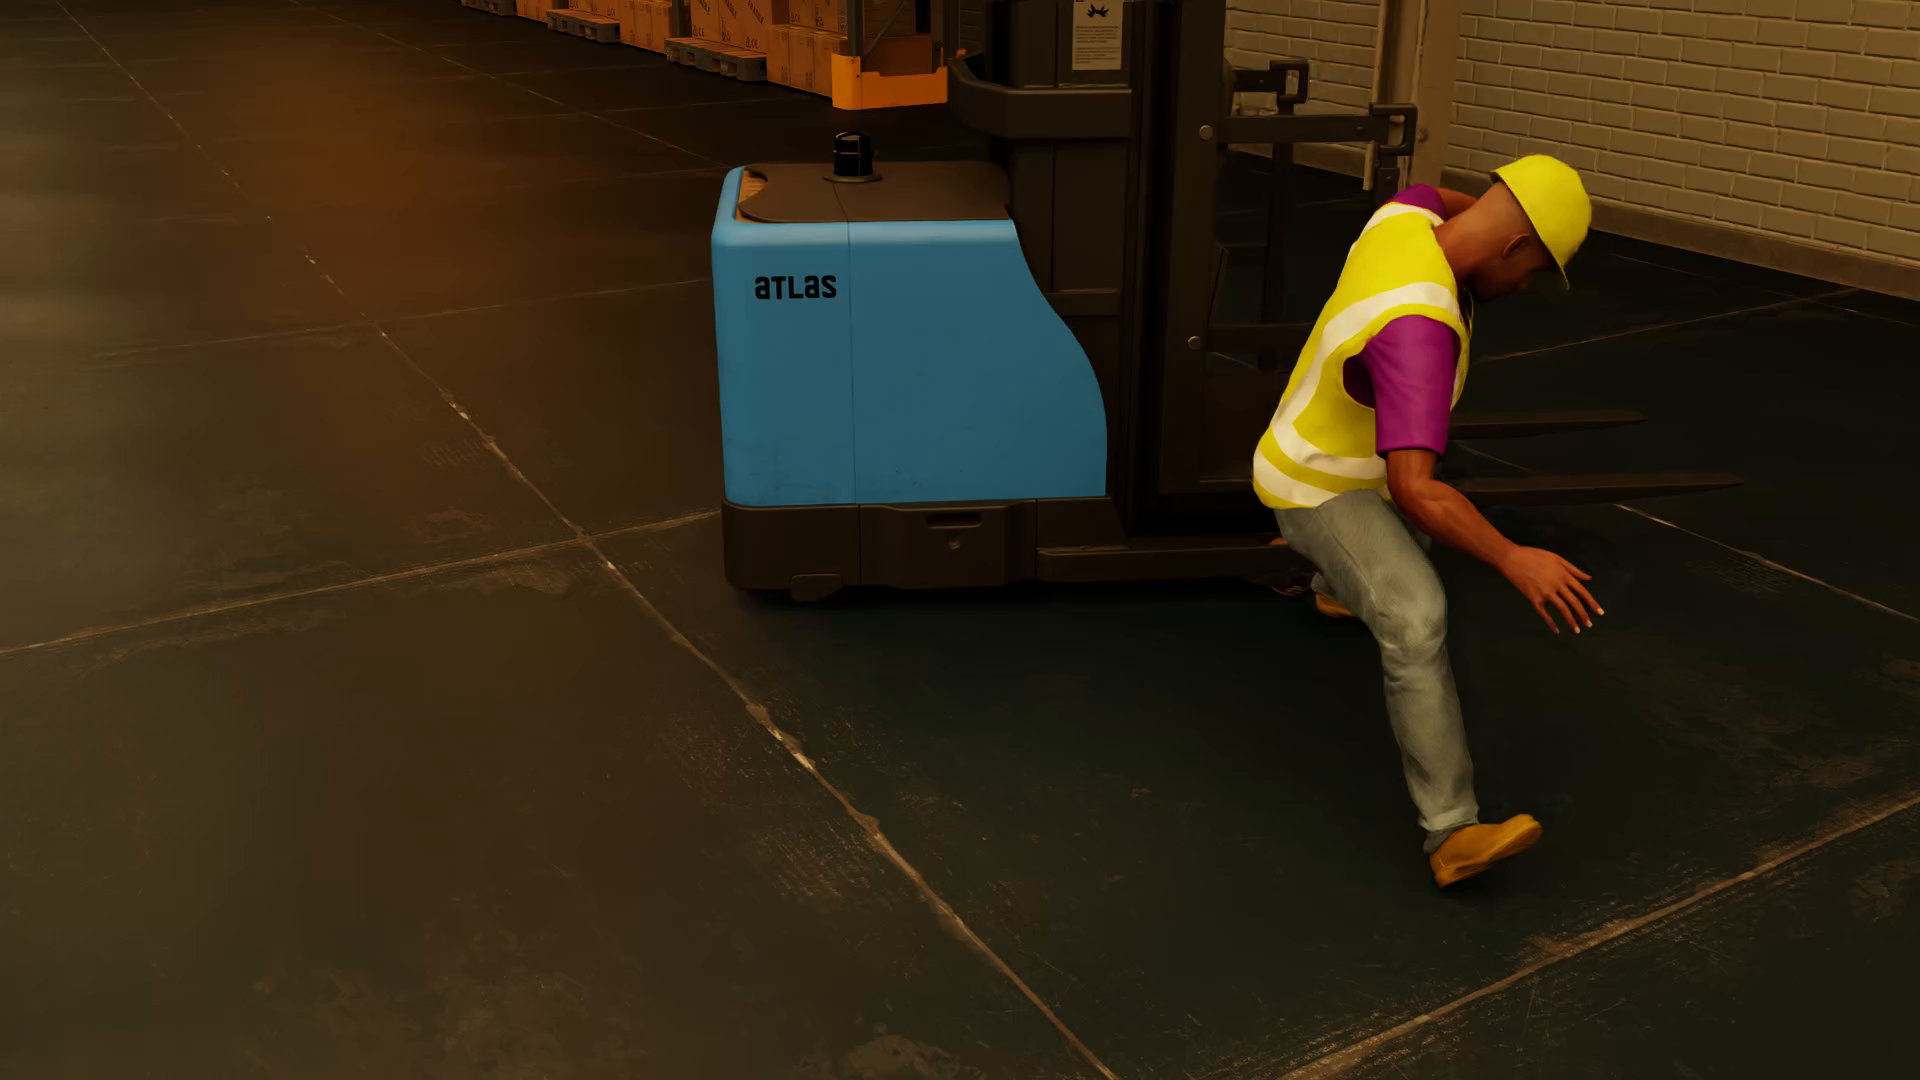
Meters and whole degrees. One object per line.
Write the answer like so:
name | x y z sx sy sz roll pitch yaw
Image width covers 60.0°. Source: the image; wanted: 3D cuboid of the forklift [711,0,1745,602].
forklift | 0.809 -1.397 4.678 3.031 2.935 1.130 -2 22 -5

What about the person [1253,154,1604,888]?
person | 1.070 -0.160 3.684 0.830 1.422 1.335 11 25 25
